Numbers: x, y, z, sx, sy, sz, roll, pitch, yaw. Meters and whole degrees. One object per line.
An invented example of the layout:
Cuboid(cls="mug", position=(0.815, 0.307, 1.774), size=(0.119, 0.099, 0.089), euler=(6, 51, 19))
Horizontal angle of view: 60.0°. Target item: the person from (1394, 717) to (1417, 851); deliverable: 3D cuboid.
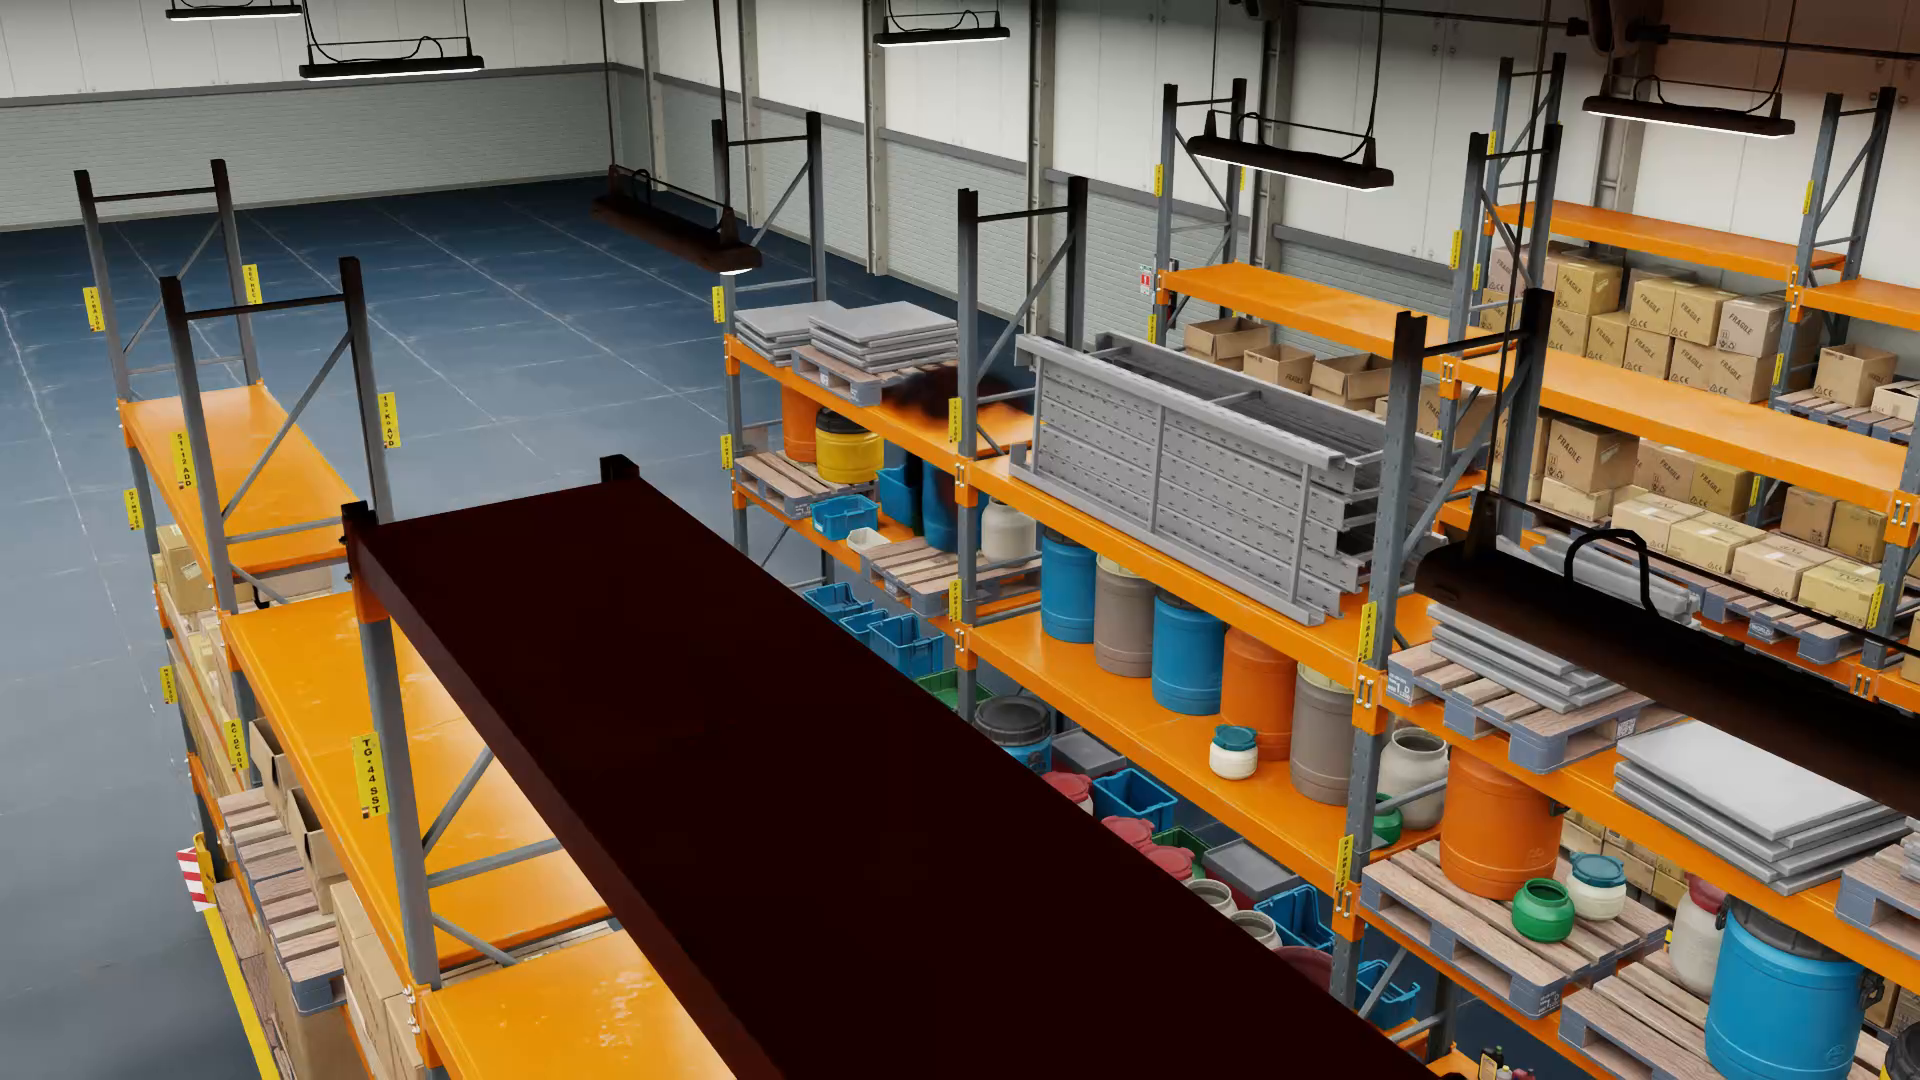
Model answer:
Cuboid(cls="person", position=(3.592, 2.170, 13.849), size=(0.401, 1.550, 0.782), euler=(-20, 29, -40))
